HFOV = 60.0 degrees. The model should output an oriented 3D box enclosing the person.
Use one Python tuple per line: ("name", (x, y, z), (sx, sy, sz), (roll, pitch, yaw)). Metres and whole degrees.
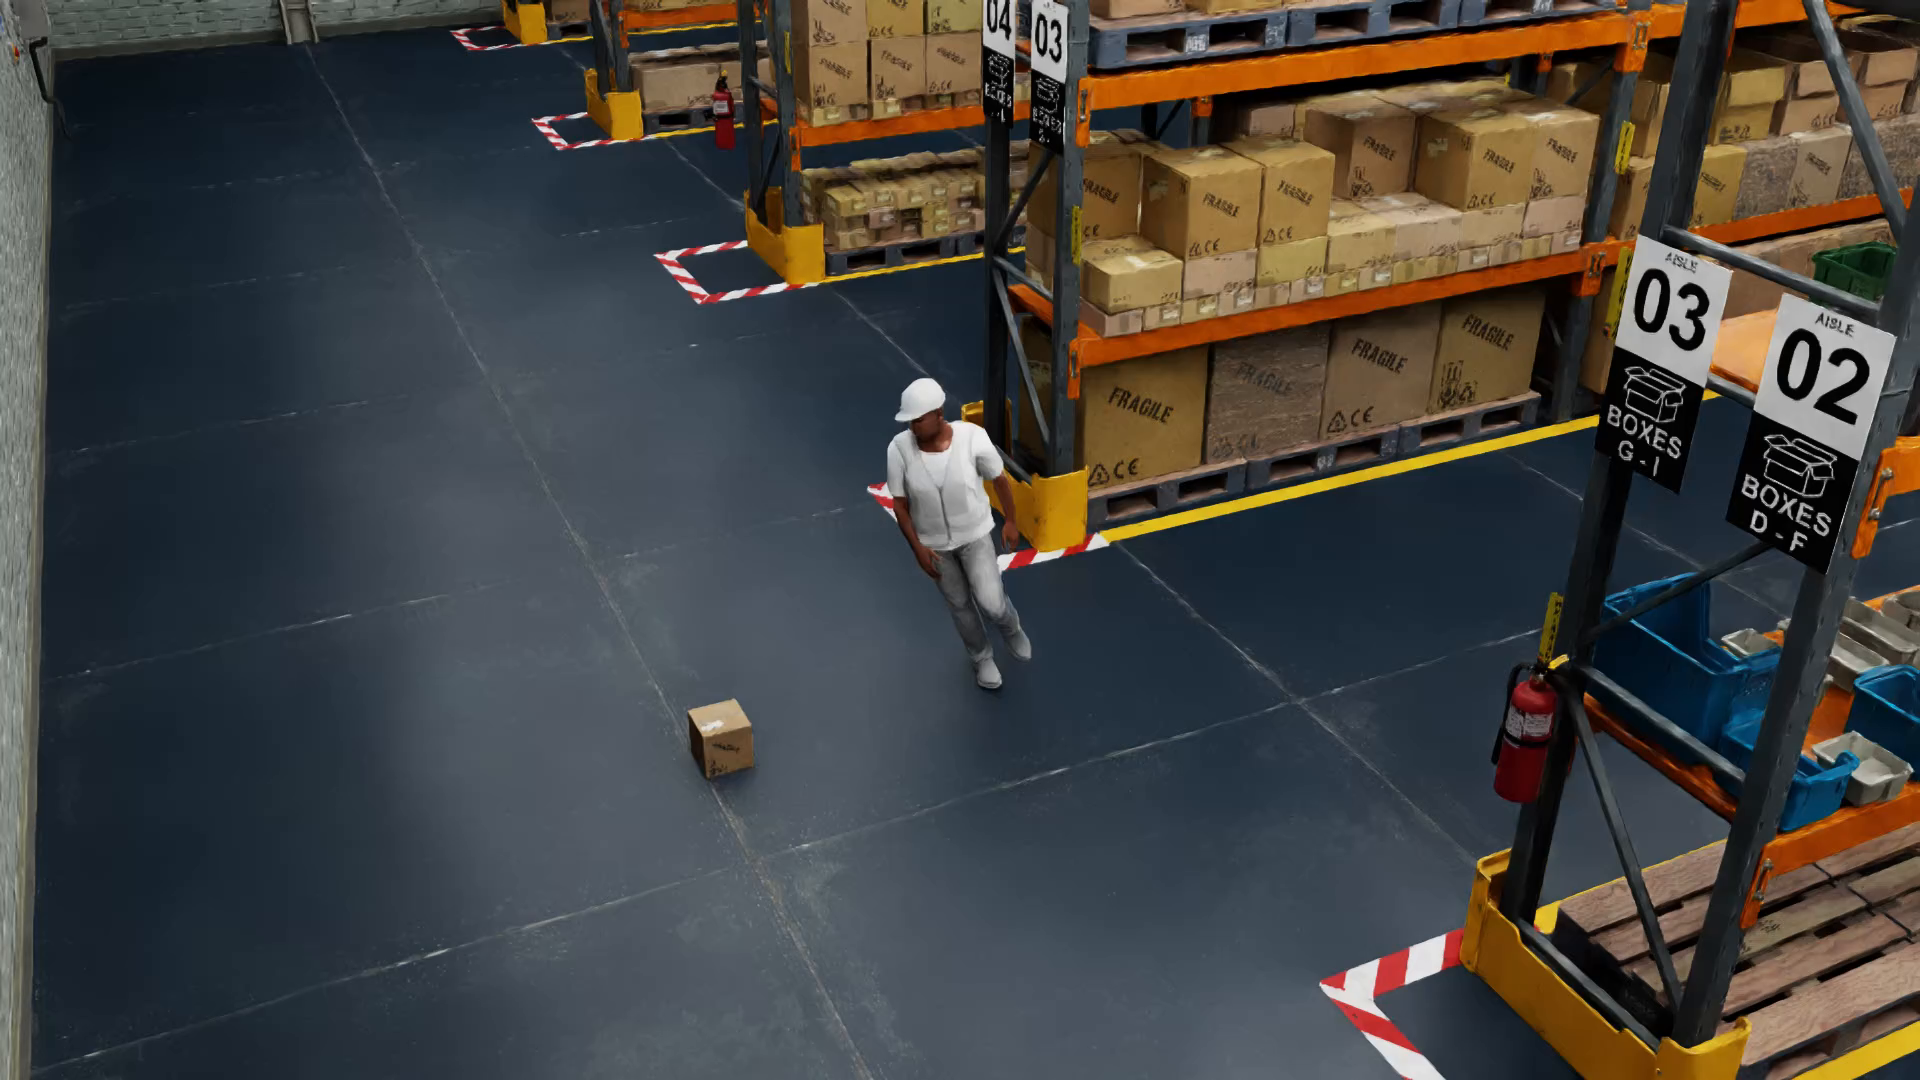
("person", (0.009, -0.015, 8.458), (0.751, 1.734, 0.485), (0, 29, 0))
